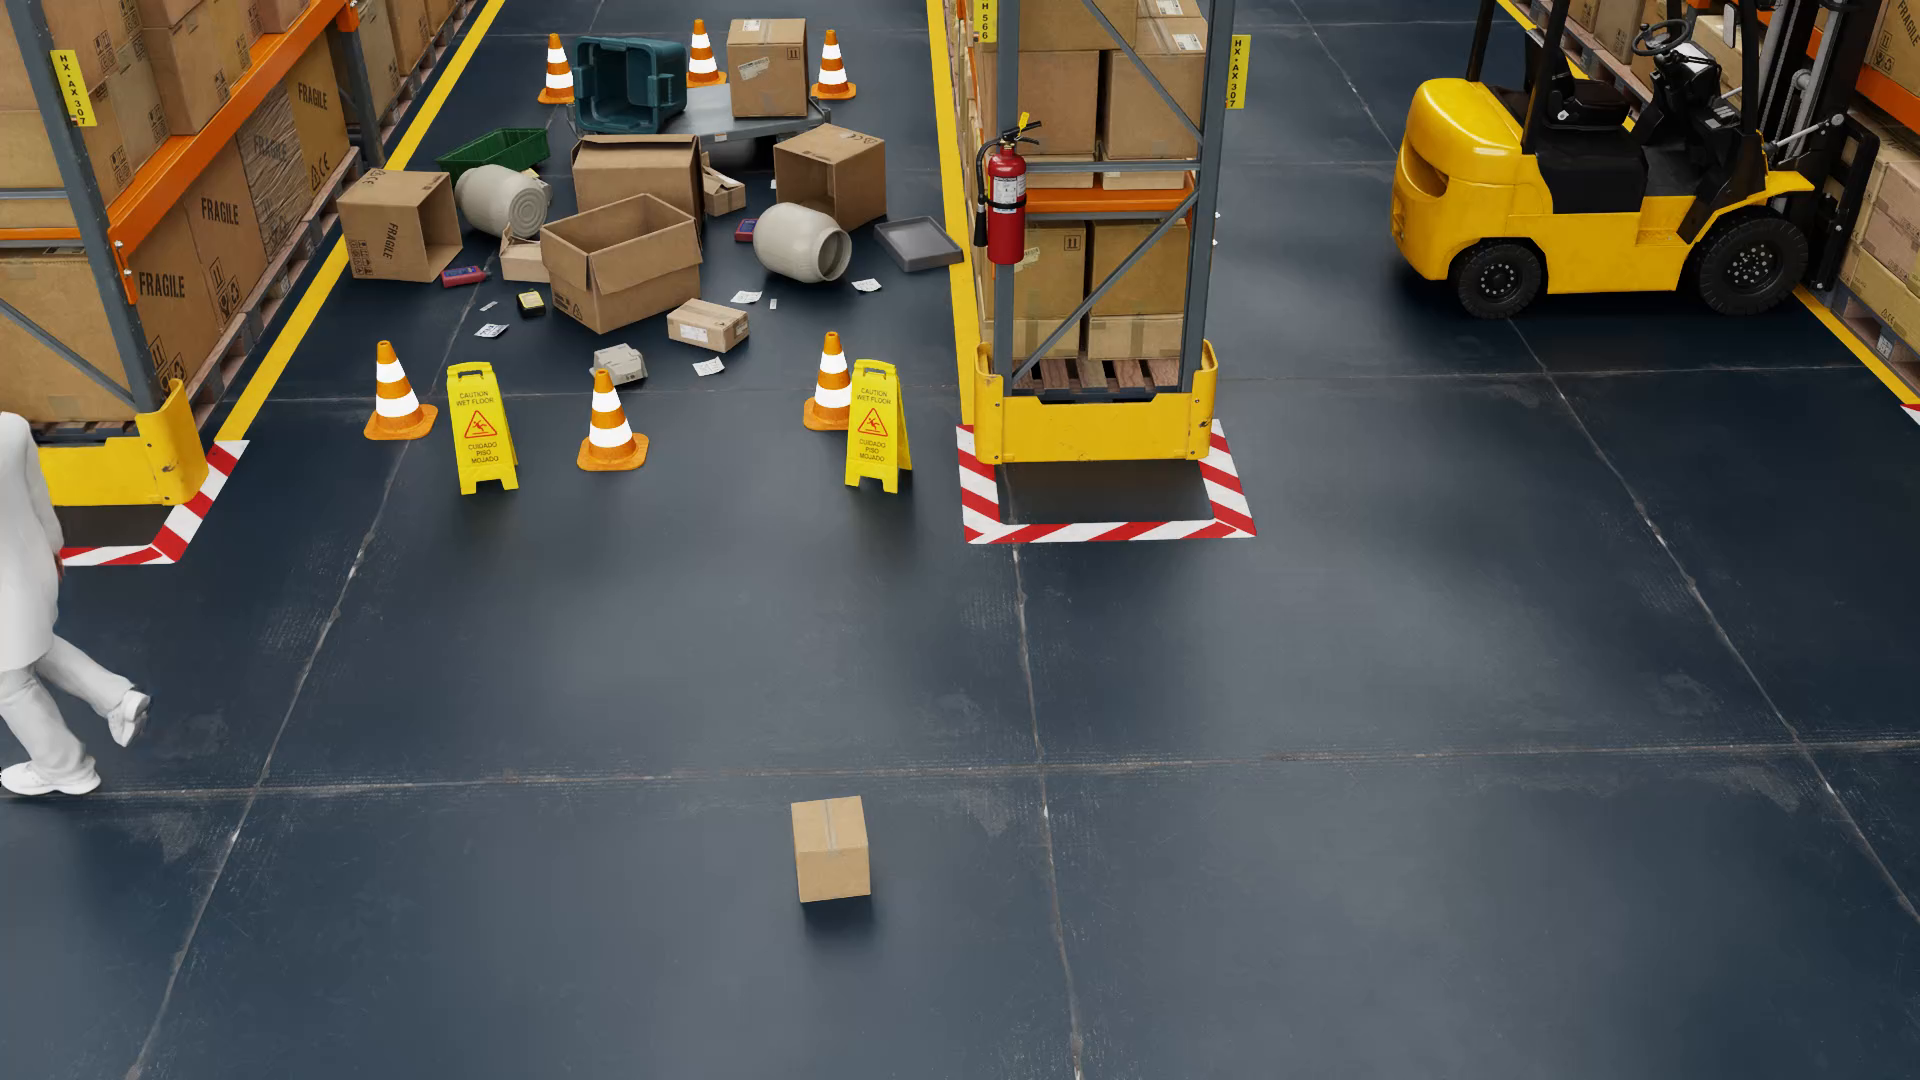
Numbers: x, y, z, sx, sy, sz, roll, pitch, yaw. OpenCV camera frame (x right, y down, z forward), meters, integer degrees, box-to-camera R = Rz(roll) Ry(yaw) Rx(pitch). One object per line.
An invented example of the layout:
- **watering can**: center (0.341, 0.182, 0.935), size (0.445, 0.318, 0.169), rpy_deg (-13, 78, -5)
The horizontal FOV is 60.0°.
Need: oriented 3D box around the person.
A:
- **person**: center (-3.344, 0.163, 5.880), size (0.578, 1.772, 0.595), rpy_deg (2, 35, 3)
